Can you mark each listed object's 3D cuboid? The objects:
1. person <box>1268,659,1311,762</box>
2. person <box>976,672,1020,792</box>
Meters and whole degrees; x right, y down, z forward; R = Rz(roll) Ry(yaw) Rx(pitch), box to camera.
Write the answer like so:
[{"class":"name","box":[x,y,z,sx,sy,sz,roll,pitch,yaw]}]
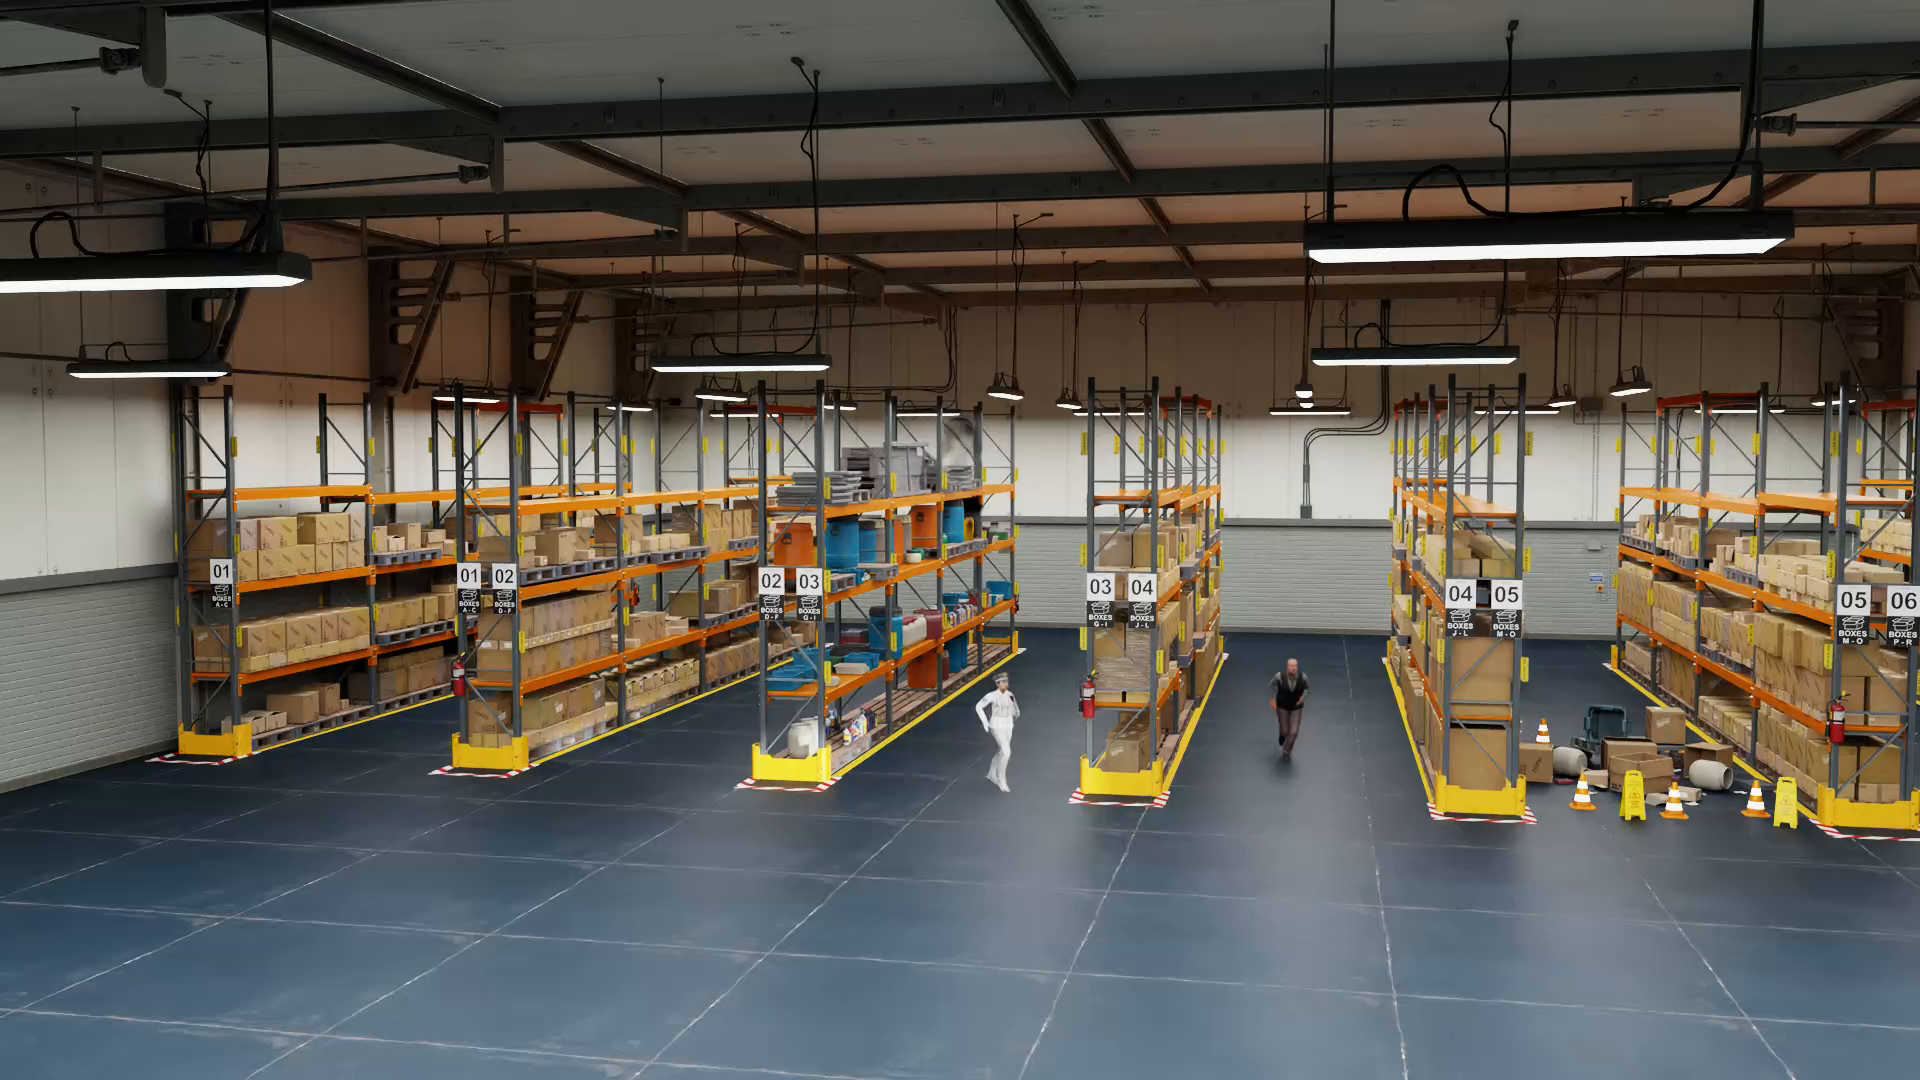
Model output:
[{"class":"person","box":[5.266,2.707,26.615,0.651,1.657,0.746,0,3,-2]},{"class":"person","box":[0.612,2.799,24.320,0.582,1.744,0.721,-3,4,-42]}]
